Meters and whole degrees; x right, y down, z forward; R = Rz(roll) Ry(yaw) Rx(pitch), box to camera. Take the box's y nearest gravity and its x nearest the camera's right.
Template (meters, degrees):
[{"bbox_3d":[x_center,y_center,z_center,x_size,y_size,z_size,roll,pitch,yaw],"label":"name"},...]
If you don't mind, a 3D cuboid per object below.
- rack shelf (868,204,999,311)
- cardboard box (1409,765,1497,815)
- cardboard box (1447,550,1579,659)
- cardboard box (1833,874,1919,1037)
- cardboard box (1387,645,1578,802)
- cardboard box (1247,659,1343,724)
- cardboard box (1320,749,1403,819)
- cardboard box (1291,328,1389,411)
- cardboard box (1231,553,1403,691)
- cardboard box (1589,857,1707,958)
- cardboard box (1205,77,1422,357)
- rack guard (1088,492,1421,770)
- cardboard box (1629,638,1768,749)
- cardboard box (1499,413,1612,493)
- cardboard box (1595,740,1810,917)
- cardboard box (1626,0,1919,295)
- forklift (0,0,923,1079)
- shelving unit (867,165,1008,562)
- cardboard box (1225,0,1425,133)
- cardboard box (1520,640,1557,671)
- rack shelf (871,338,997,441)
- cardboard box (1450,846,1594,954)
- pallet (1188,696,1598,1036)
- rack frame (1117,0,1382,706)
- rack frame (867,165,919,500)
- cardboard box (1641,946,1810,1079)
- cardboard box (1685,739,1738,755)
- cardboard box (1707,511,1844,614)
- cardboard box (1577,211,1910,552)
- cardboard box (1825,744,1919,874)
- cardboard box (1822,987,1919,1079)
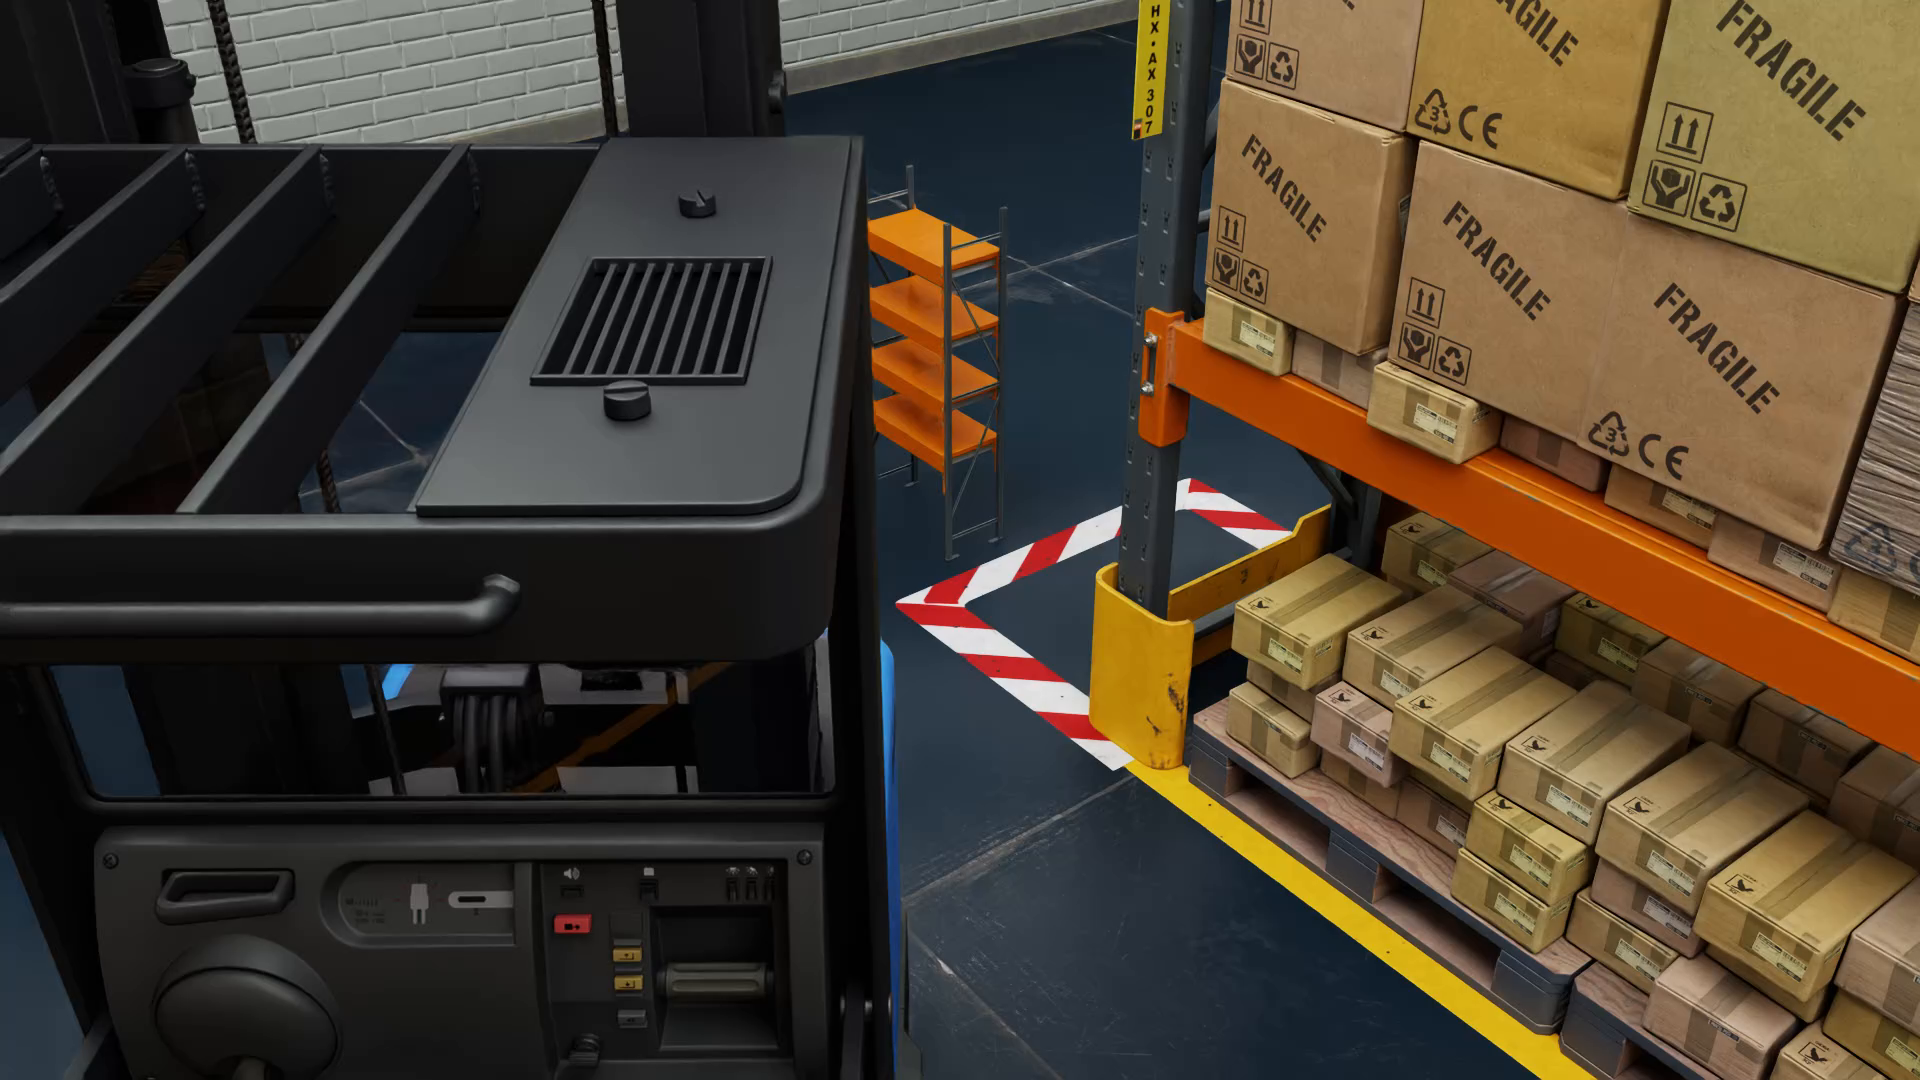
[{"bbox_3d":[-0.101,-0.912,5.337,0.258,0.148,0.480,-22,38,-31],"label":"rack shelf"},{"bbox_3d":[1.335,0.512,4.104,0.380,0.149,0.250,-22,38,-31],"label":"cardboard box"},{"bbox_3d":[1.507,0.141,4.420,0.380,0.149,0.250,-21,38,-30],"label":"cardboard box"},{"bbox_3d":[1.978,0.823,3.322,0.380,0.149,0.250,-22,38,-31],"label":"cardboard box"},{"bbox_3d":[1.243,0.430,3.956,0.380,0.149,0.250,-22,38,-32],"label":"cardboard box"},{"bbox_3d":[0.992,0.307,4.435,0.380,0.149,0.250,-21,37,-29],"label":"cardboard box"},{"bbox_3d":[1.167,0.536,4.348,0.380,0.149,0.250,-22,38,-32],"label":"cardboard box"},{"bbox_3d":[1.002,-0.461,3.887,0.380,0.149,0.250,-21,37,-30],"label":"cardboard box"},{"bbox_3d":[0.926,0.207,4.314,0.380,0.149,0.250,-24,39,-33],"label":"cardboard box"},{"bbox_3d":[1.644,0.734,3.747,0.380,0.149,0.250,-24,39,-34],"label":"cardboard box"},{"bbox_3d":[0.930,-0.793,3.808,0.500,0.500,0.500,-20,37,-29],"label":"cardboard box"},{"bbox_3d":[0.920,0.192,4.966,1.175,0.500,0.348,-22,38,-31],"label":"rack guard"},{"bbox_3d":[1.874,0.336,4.106,0.380,0.149,0.250,-24,39,-33],"label":"cardboard box"},{"bbox_3d":[1.391,-0.267,3.576,0.380,0.149,0.250,-20,37,-29],"label":"cardboard box"},{"bbox_3d":[1.623,0.625,3.641,0.380,0.149,0.250,-21,37,-30],"label":"cardboard box"},{"bbox_3d":[1.554,-0.789,2.854,0.500,0.500,0.500,-23,39,-32],"label":"cardboard box"},{"bbox_3d":[-0.635,0.621,1.972,1.130,2.935,3.031,0,32,0],"label":"forklift"},{"bbox_3d":[-0.101,-0.579,5.545,0.258,1.200,0.503,-22,38,-31],"label":"shelving unit"},{"bbox_3d":[0.939,-1.222,3.550,0.500,0.500,0.500,-23,38,-32],"label":"cardboard box"},{"bbox_3d":[1.540,0.259,4.512,0.380,0.149,0.250,-23,39,-32],"label":"cardboard box"},{"bbox_3d":[-0.101,-0.522,5.580,0.258,0.148,0.480,-22,38,-31],"label":"rack shelf"},{"bbox_3d":[1.395,0.779,3.956,0.380,0.149,0.250,-22,38,-31],"label":"cardboard box"},{"bbox_3d":[1.390,0.665,4.479,1.003,0.211,1.213,-22,38,-31],"label":"pallet"},{"bbox_3d":[0.873,-0.901,4.358,1.000,3.000,0.127,-22,38,-31],"label":"rack frame"},{"bbox_3d":[-0.251,-0.680,5.708,0.240,1.200,0.015,-22,38,-31],"label":"rack frame"},{"bbox_3d":[1.710,0.987,3.622,0.380,0.149,0.250,-24,39,-34],"label":"cardboard box"},{"bbox_3d":[1.826,0.494,4.133,0.380,0.149,0.250,-23,38,-32],"label":"cardboard box"},{"bbox_3d":[1.667,-0.035,3.201,0.380,0.149,0.250,-23,39,-32],"label":"cardboard box"},{"bbox_3d":[1.569,-0.370,3.127,0.500,0.500,0.500,-22,38,-31],"label":"cardboard box"},{"bbox_3d":[2.157,0.576,3.720,0.380,0.149,0.250,-24,39,-33],"label":"cardboard box"},{"bbox_3d":[2.001,0.950,3.400,0.380,0.149,0.250,-20,37,-29],"label":"cardboard box"}]
